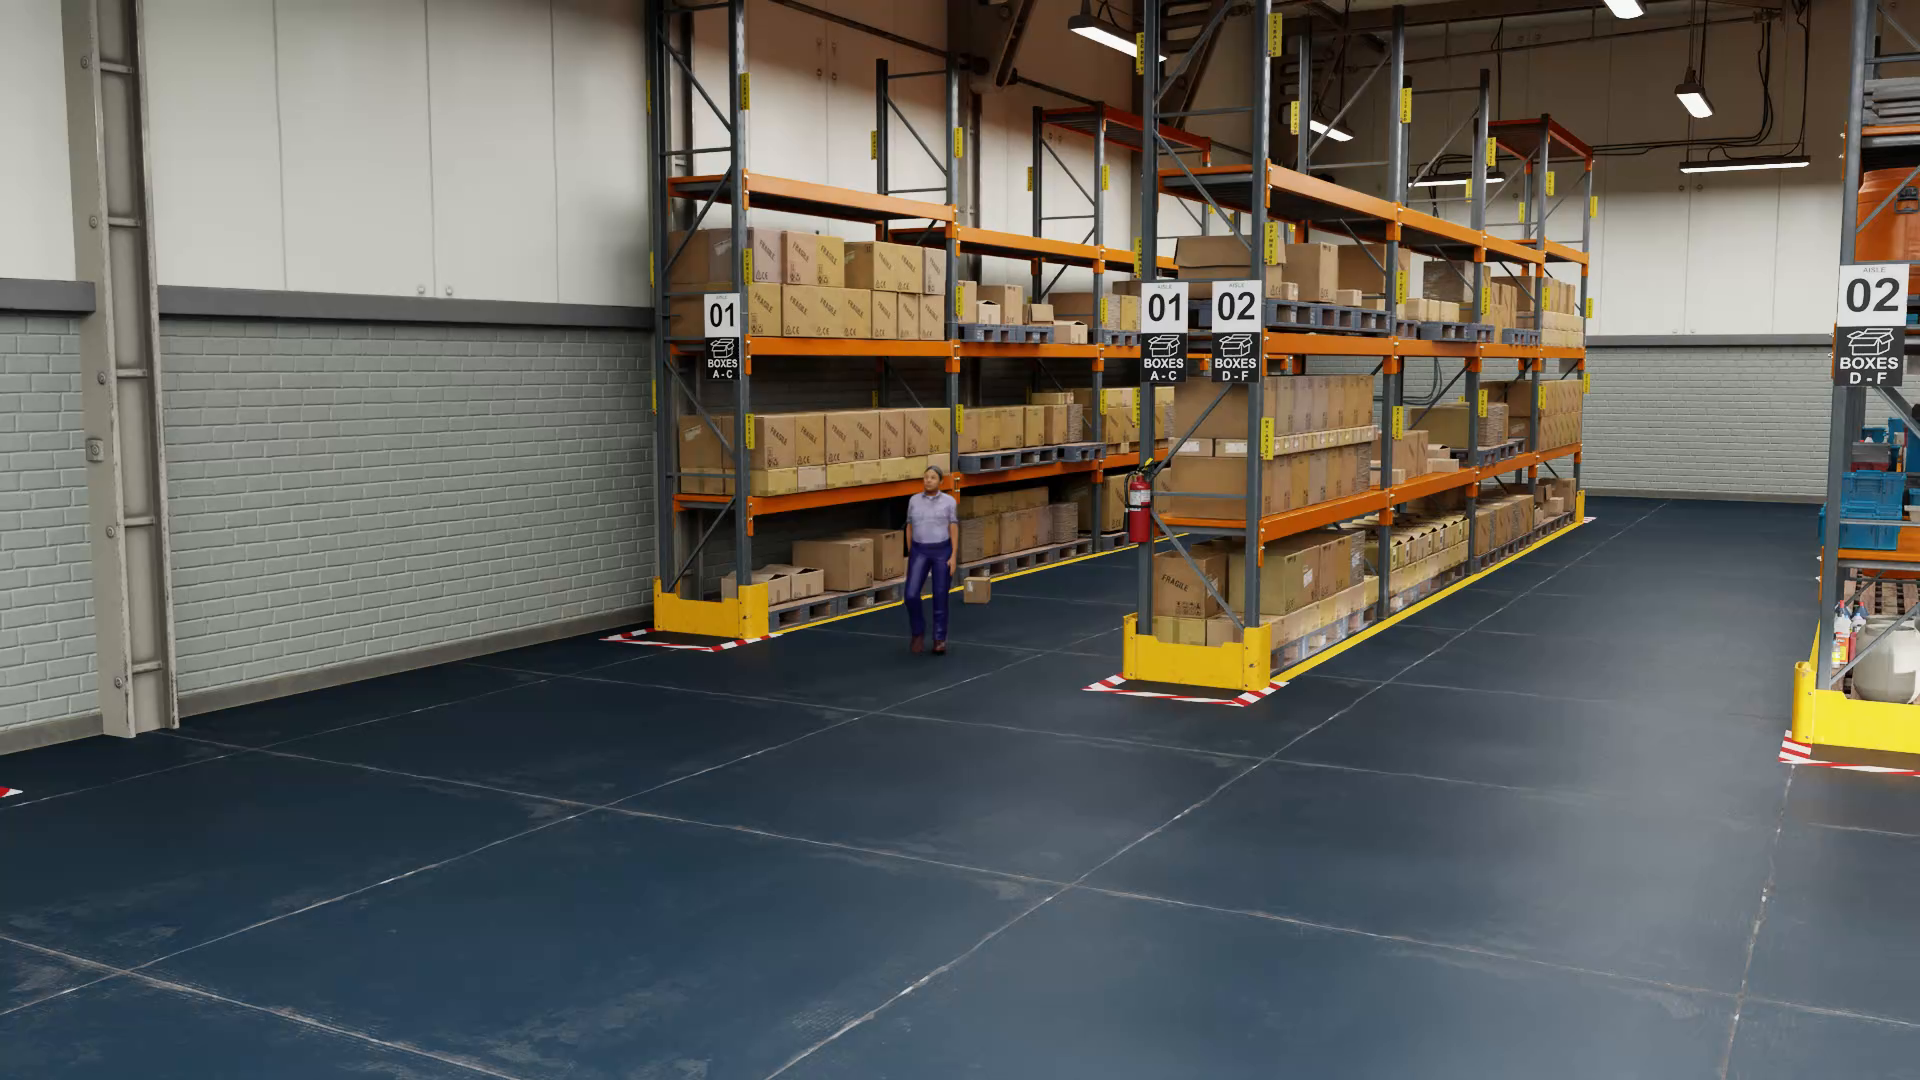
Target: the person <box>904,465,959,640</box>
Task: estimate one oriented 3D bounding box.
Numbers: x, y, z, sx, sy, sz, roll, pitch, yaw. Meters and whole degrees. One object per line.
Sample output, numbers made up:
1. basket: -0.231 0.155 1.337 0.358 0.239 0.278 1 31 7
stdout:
1. person: -0.253 0.130 14.638 0.475 1.566 0.424 1 6 5
